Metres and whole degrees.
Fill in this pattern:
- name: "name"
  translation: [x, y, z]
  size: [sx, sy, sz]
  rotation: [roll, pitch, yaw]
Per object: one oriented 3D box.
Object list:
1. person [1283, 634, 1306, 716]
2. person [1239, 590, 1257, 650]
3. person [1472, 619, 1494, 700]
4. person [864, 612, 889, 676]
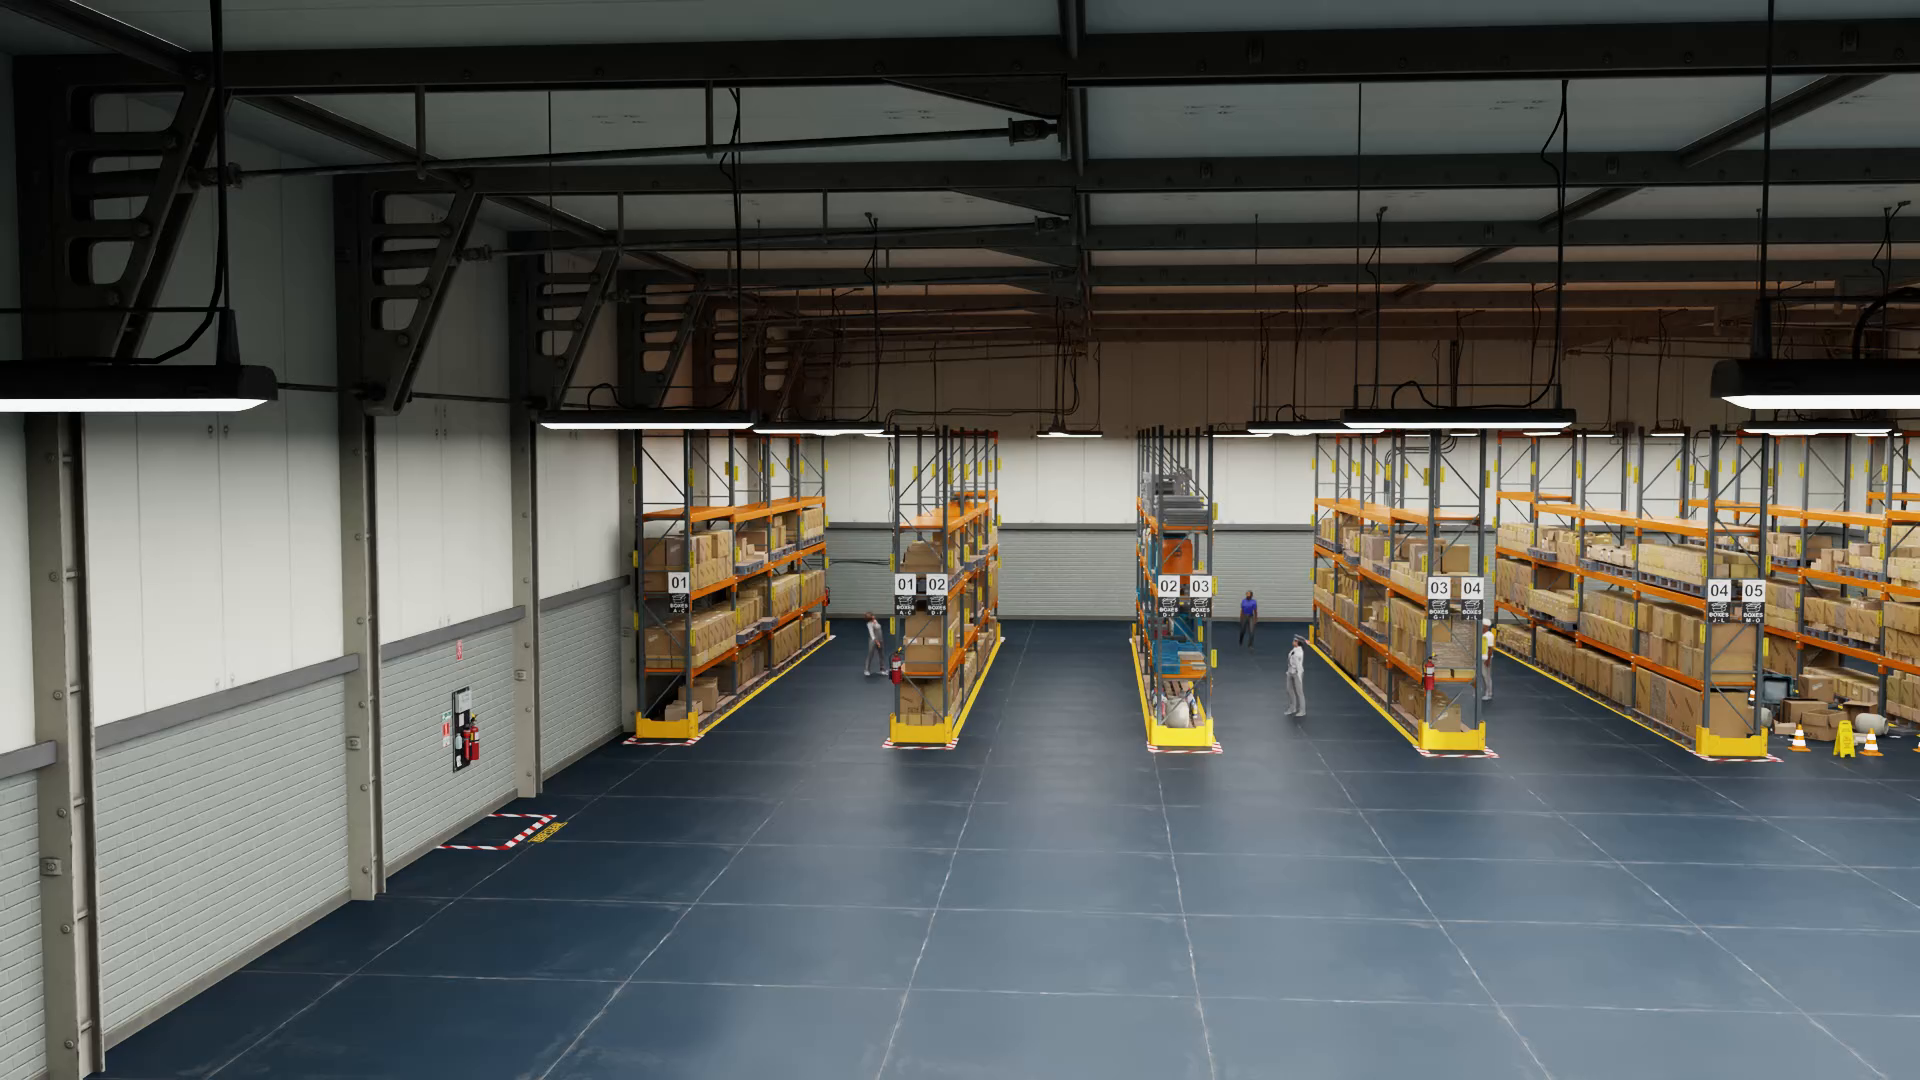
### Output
- name: "person"
  translation: [6.939, 2.810, 34.549]
  size: [0.386, 1.723, 0.617]
  rotation: [-1, 4, -13]
- name: "person"
  translation: [7.878, 2.168, 45.459]
  size: [0.475, 1.622, 0.645]
  rotation: [0, 3, 2]
- name: "person"
  translation: [11.568, 2.620, 36.751]
  size: [0.413, 1.771, 0.612]
  rotation: [-2, 4, -25]
- name: "person"
  translation: [-2.011, 2.532, 40.501]
  size: [0.546, 1.566, 0.580]
  rotation: [2, 4, 34]
